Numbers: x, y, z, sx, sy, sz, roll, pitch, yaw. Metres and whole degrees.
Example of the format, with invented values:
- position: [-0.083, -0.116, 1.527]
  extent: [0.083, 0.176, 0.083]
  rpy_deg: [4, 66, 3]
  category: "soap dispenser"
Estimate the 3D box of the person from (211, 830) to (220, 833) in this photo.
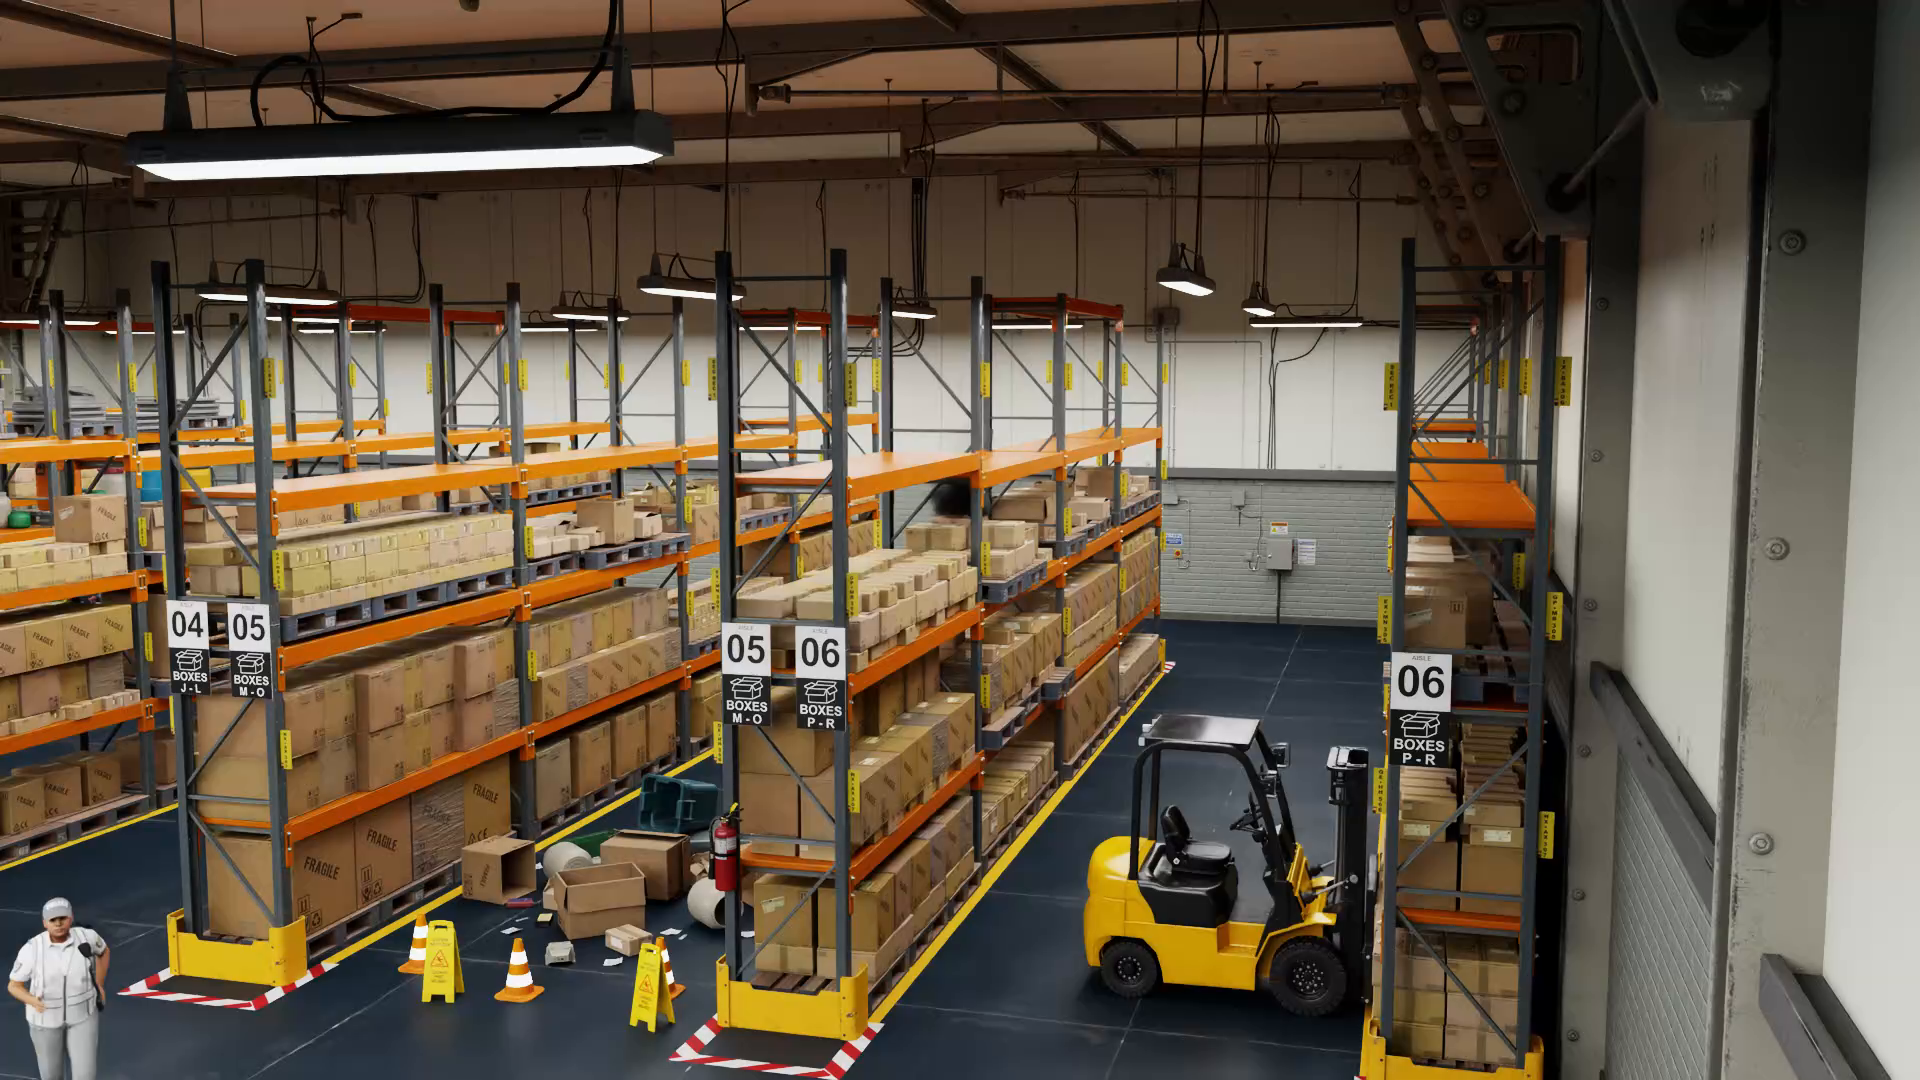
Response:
- position: [-7.385, 2.520, 16.759]
  extent: [0.667, 1.767, 0.741]
  rpy_deg: [1, 6, 5]
  category: "person"

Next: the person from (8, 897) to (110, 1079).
- position: [-5.941, 3.175, 11.019]
  extent: [0.611, 1.667, 0.931]
  rpy_deg: [-4, 7, -31]
  category: "person"
